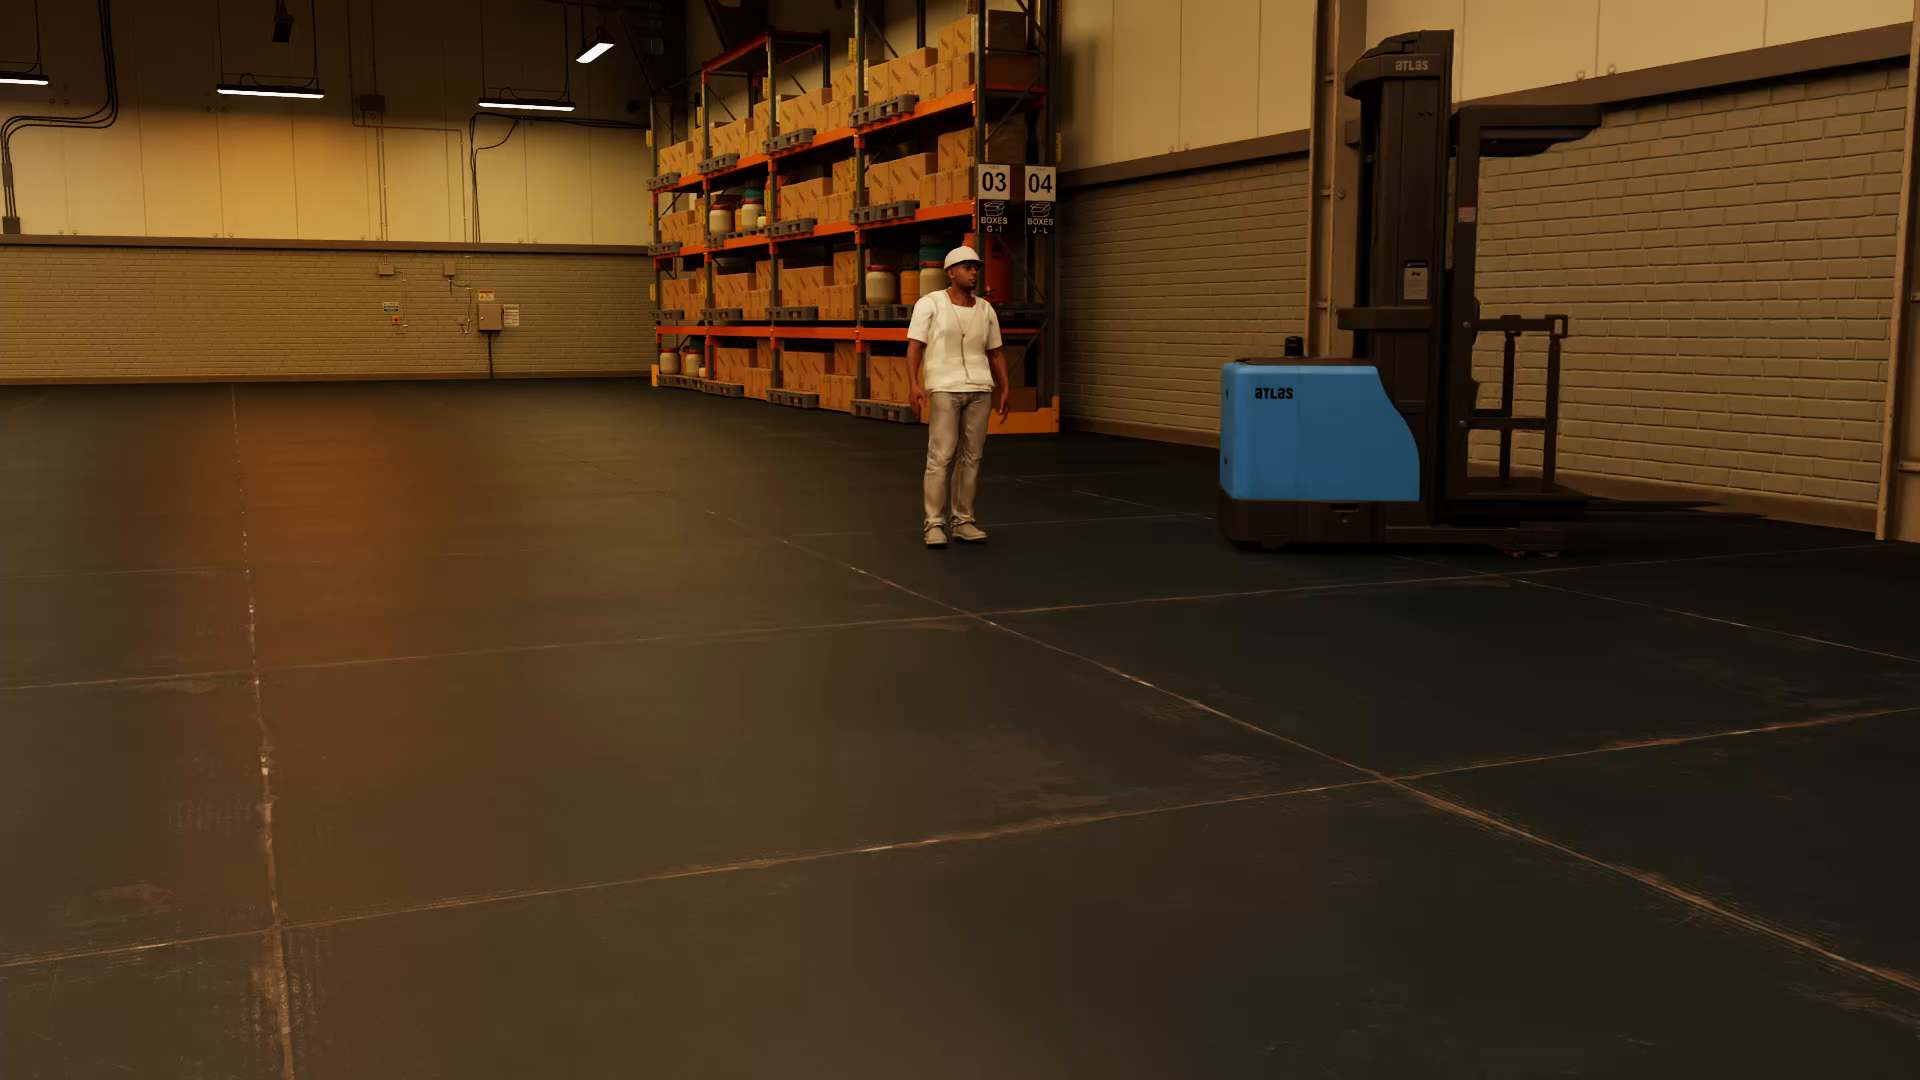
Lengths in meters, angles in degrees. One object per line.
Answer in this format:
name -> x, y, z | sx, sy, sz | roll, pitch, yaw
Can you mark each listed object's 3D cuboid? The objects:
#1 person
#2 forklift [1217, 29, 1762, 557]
person -> 0.022, -0.874, 9.972 | 0.665, 1.766, 0.576 | -3, 8, -23
forklift -> 3.100, -1.428, 9.775 | 3.031, 2.935, 1.130 | 1, 8, 4
